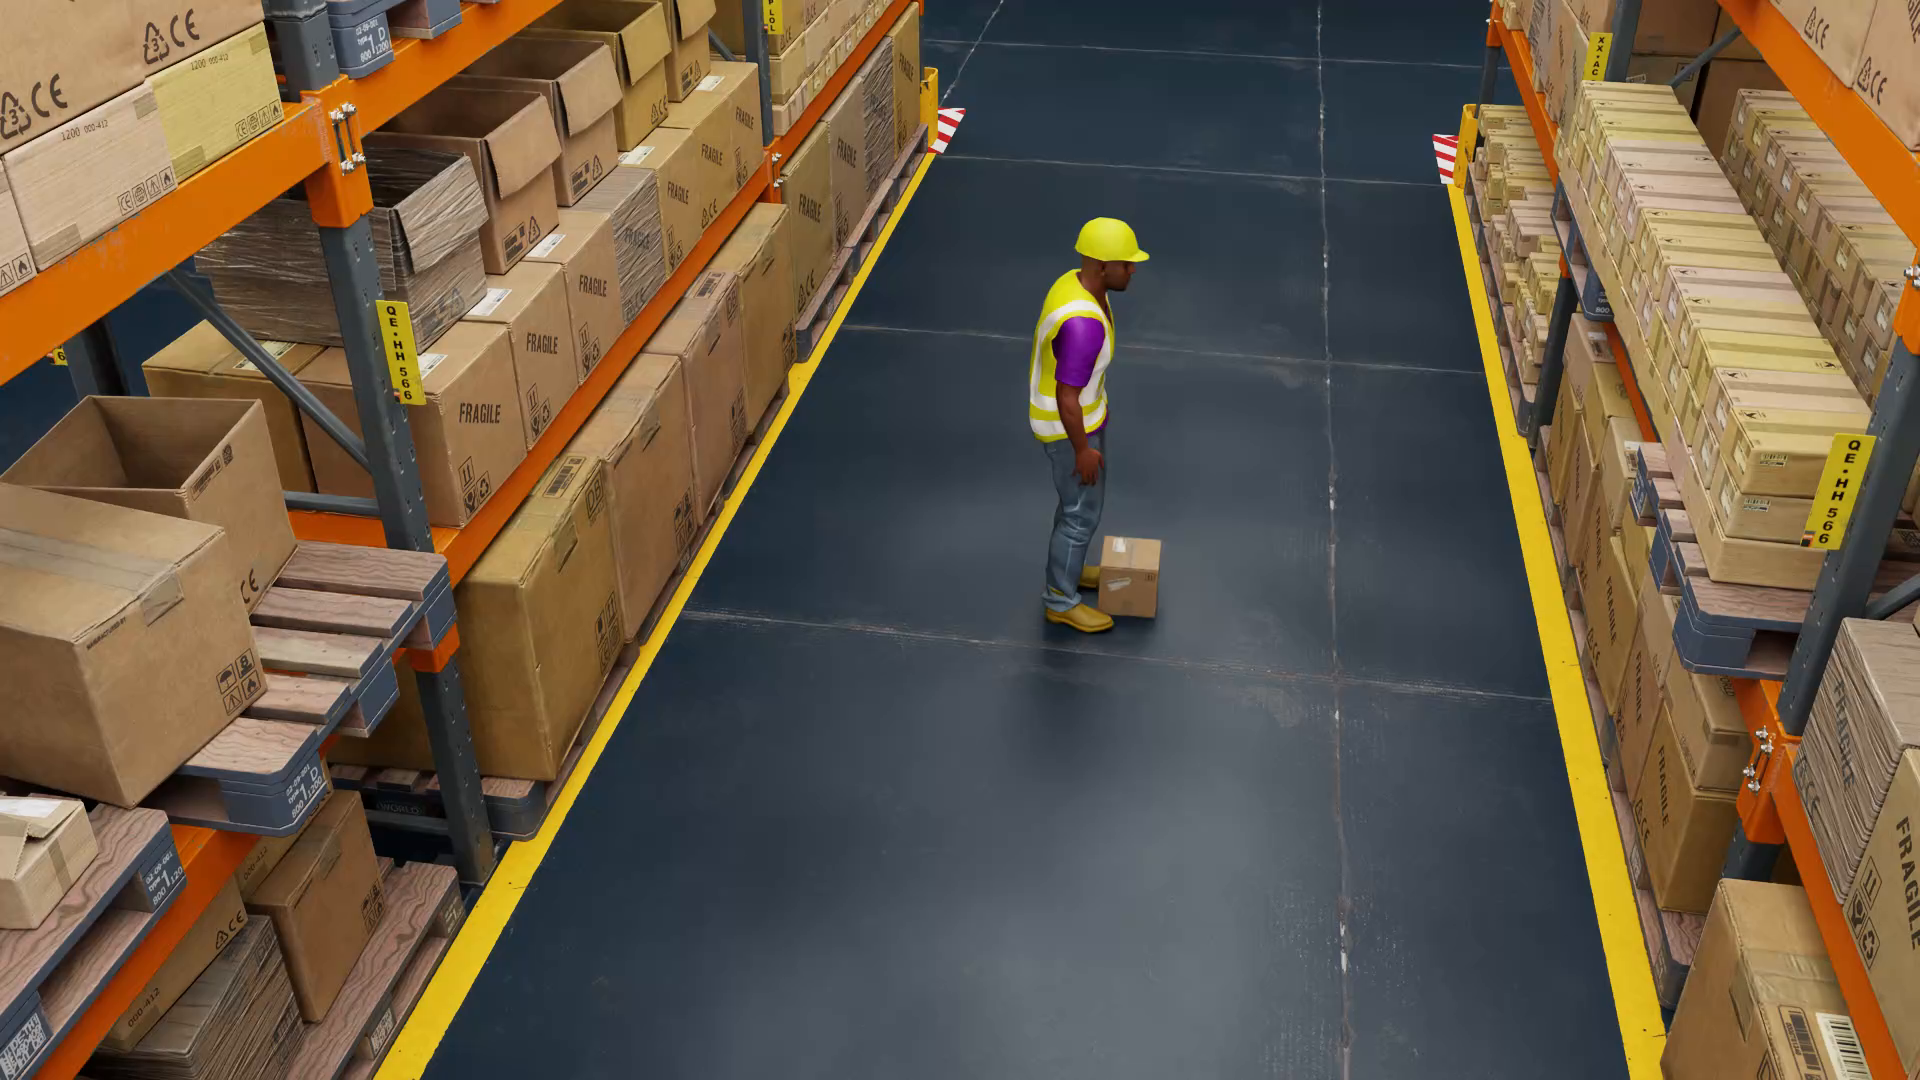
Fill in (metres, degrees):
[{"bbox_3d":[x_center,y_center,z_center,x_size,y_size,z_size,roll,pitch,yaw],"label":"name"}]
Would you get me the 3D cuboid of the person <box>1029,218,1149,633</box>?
[{"bbox_3d":[0.511,-0.492,6.902,0.455,1.760,0.613,4,32,7],"label":"person"}]
